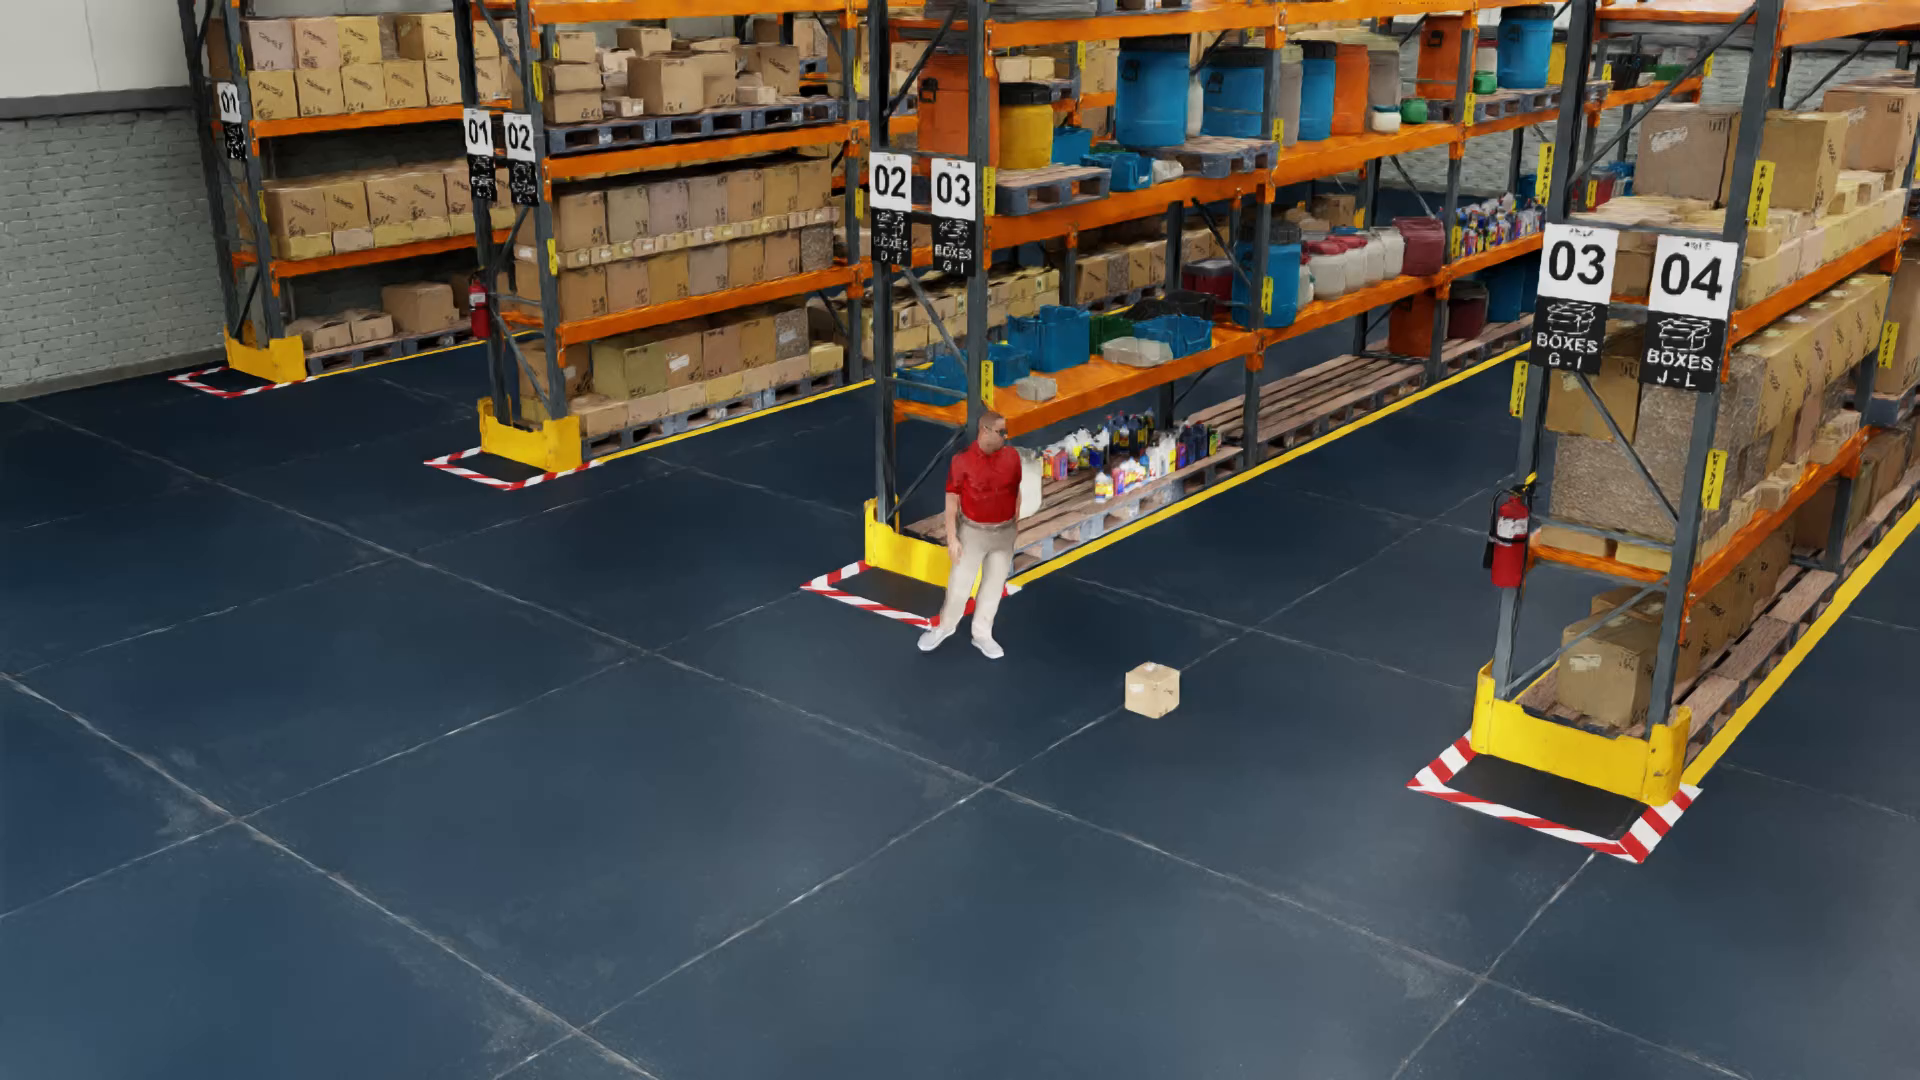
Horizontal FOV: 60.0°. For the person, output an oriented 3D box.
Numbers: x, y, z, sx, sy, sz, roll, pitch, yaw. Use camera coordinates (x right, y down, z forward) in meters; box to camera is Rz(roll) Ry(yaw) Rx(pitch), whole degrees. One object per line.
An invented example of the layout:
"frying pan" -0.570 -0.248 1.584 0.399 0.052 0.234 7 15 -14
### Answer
"person" 0.090 -0.039 11.159 0.719 1.718 0.487 -8 22 -22
